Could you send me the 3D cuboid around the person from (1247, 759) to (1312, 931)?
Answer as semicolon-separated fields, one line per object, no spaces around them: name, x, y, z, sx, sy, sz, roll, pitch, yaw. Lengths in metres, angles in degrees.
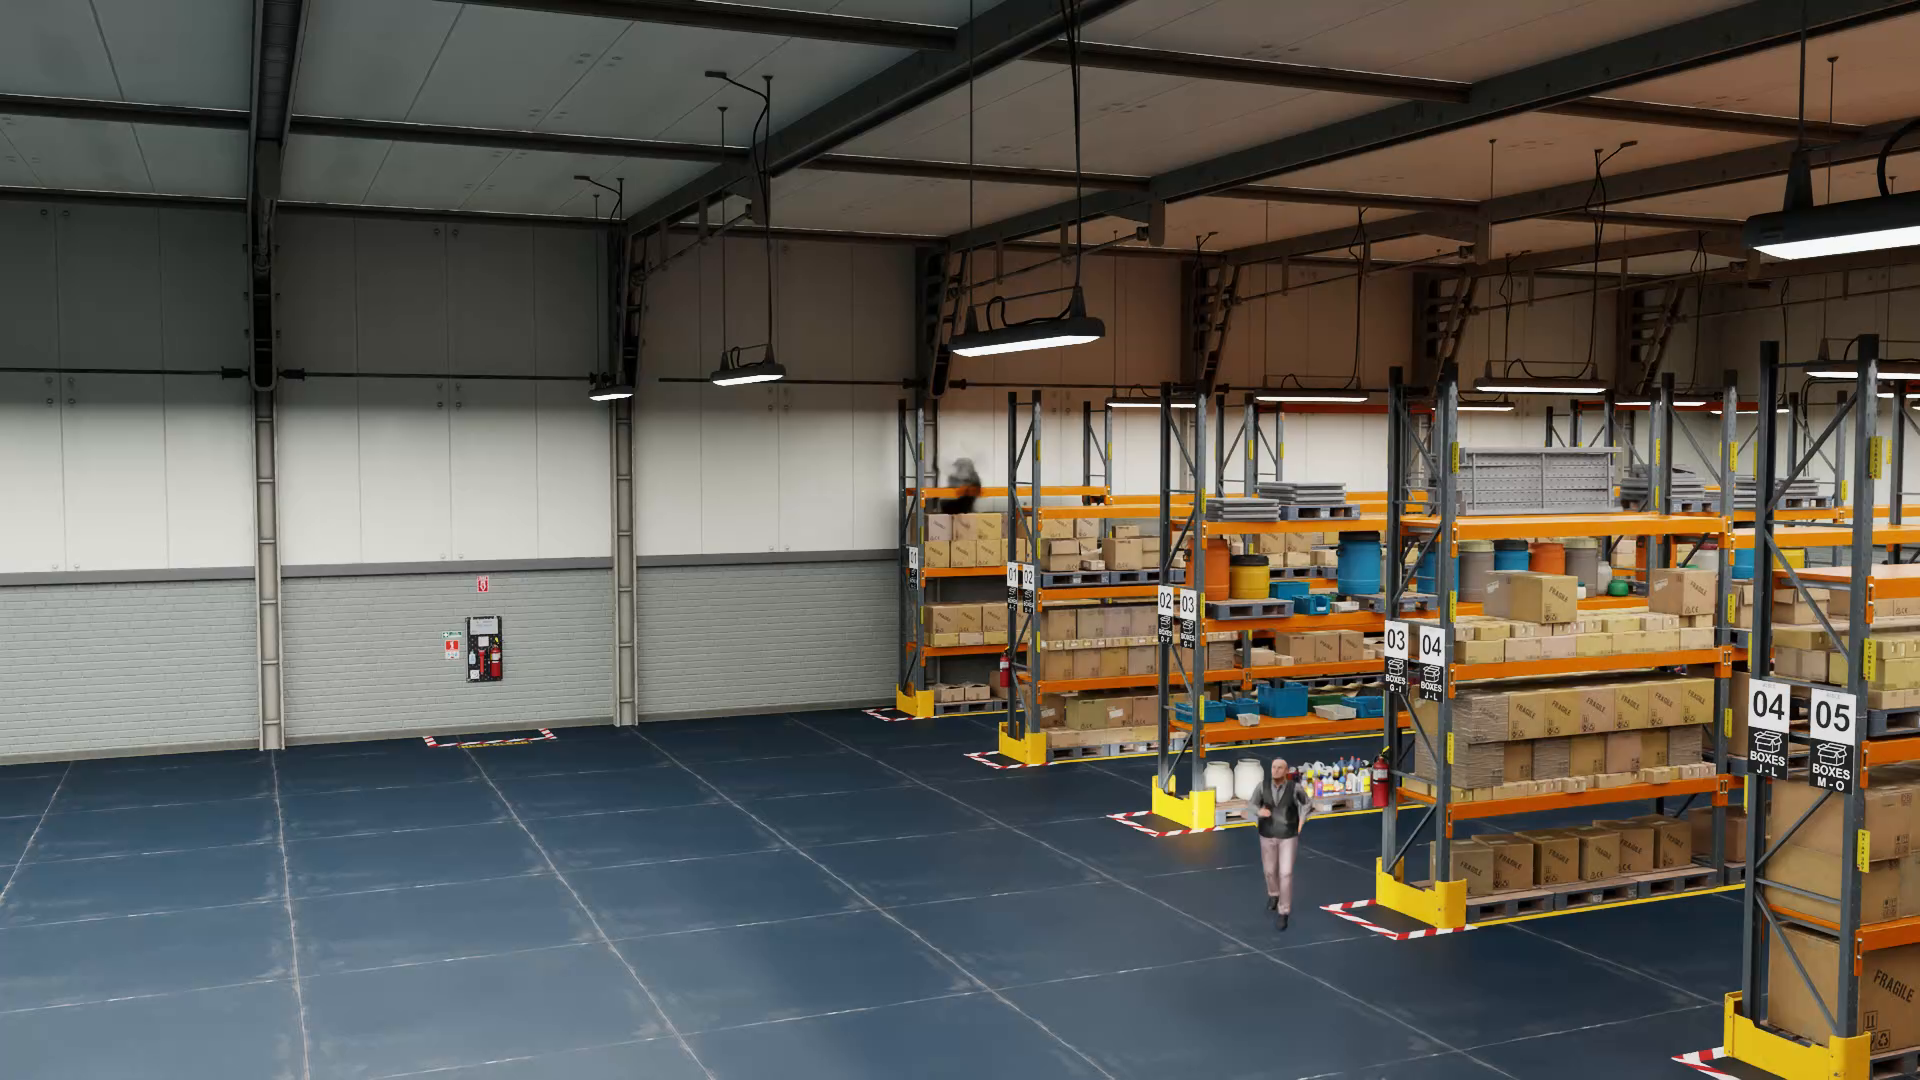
person;3.424;3.277;17.968;0.652;1.699;0.820;1;4;23
